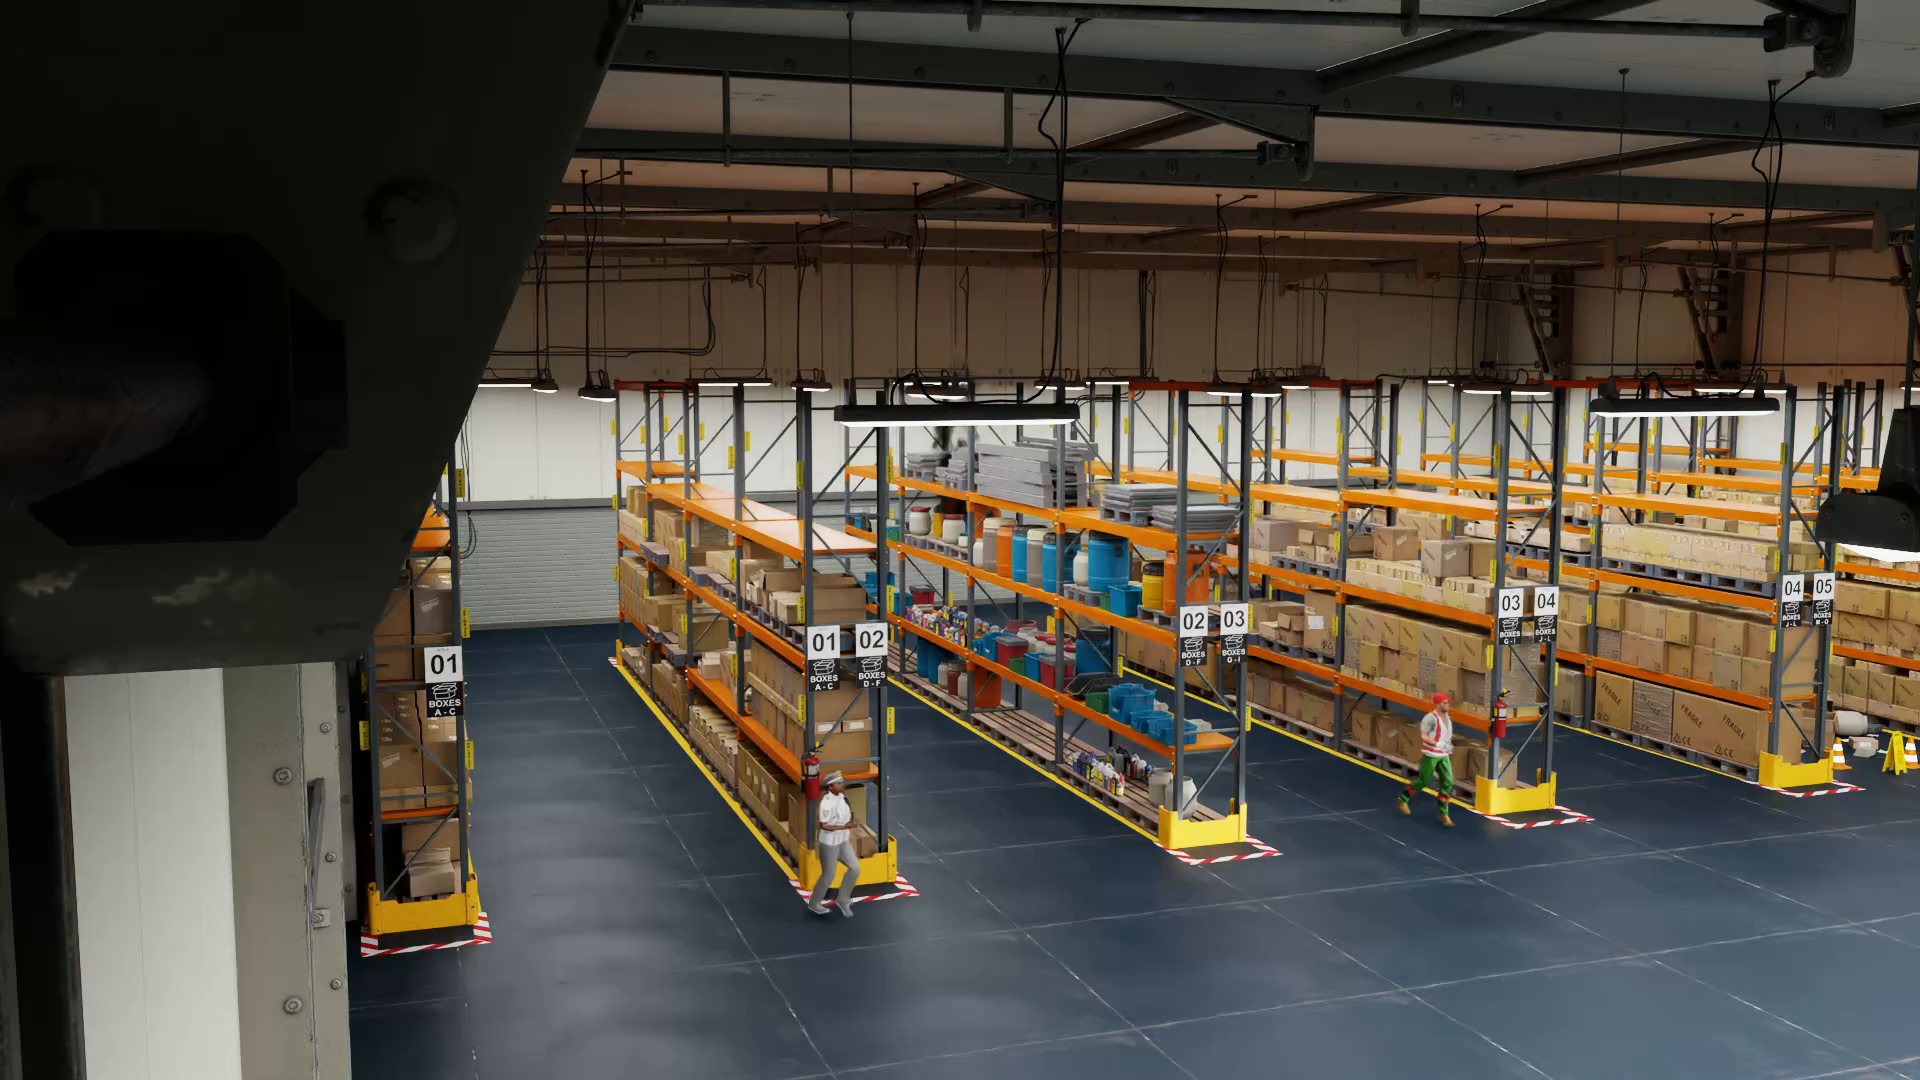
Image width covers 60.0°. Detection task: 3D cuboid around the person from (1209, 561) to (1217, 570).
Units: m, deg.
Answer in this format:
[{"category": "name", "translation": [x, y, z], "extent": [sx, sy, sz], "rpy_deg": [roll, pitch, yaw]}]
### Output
[{"category": "person", "translation": [5.953, 1.246, 40.219], "extent": [0.694, 1.703, 0.810], "rpy_deg": [2, 6, 17]}]

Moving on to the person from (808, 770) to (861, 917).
[{"category": "person", "translation": [-1.421, 3.496, 19.015], "extent": [0.652, 1.770, 0.580], "rpy_deg": [3, 7, 26]}]

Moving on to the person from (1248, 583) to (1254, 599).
[{"category": "person", "translation": [6.378, 1.553, 37.638], "extent": [0.559, 1.656, 0.841], "rpy_deg": [-2, 6, -14]}]

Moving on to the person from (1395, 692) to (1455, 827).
[{"category": "person", "translation": [6.609, 3.005, 23.150], "extent": [0.716, 1.810, 0.891], "rpy_deg": [-4, 7, -35]}]
